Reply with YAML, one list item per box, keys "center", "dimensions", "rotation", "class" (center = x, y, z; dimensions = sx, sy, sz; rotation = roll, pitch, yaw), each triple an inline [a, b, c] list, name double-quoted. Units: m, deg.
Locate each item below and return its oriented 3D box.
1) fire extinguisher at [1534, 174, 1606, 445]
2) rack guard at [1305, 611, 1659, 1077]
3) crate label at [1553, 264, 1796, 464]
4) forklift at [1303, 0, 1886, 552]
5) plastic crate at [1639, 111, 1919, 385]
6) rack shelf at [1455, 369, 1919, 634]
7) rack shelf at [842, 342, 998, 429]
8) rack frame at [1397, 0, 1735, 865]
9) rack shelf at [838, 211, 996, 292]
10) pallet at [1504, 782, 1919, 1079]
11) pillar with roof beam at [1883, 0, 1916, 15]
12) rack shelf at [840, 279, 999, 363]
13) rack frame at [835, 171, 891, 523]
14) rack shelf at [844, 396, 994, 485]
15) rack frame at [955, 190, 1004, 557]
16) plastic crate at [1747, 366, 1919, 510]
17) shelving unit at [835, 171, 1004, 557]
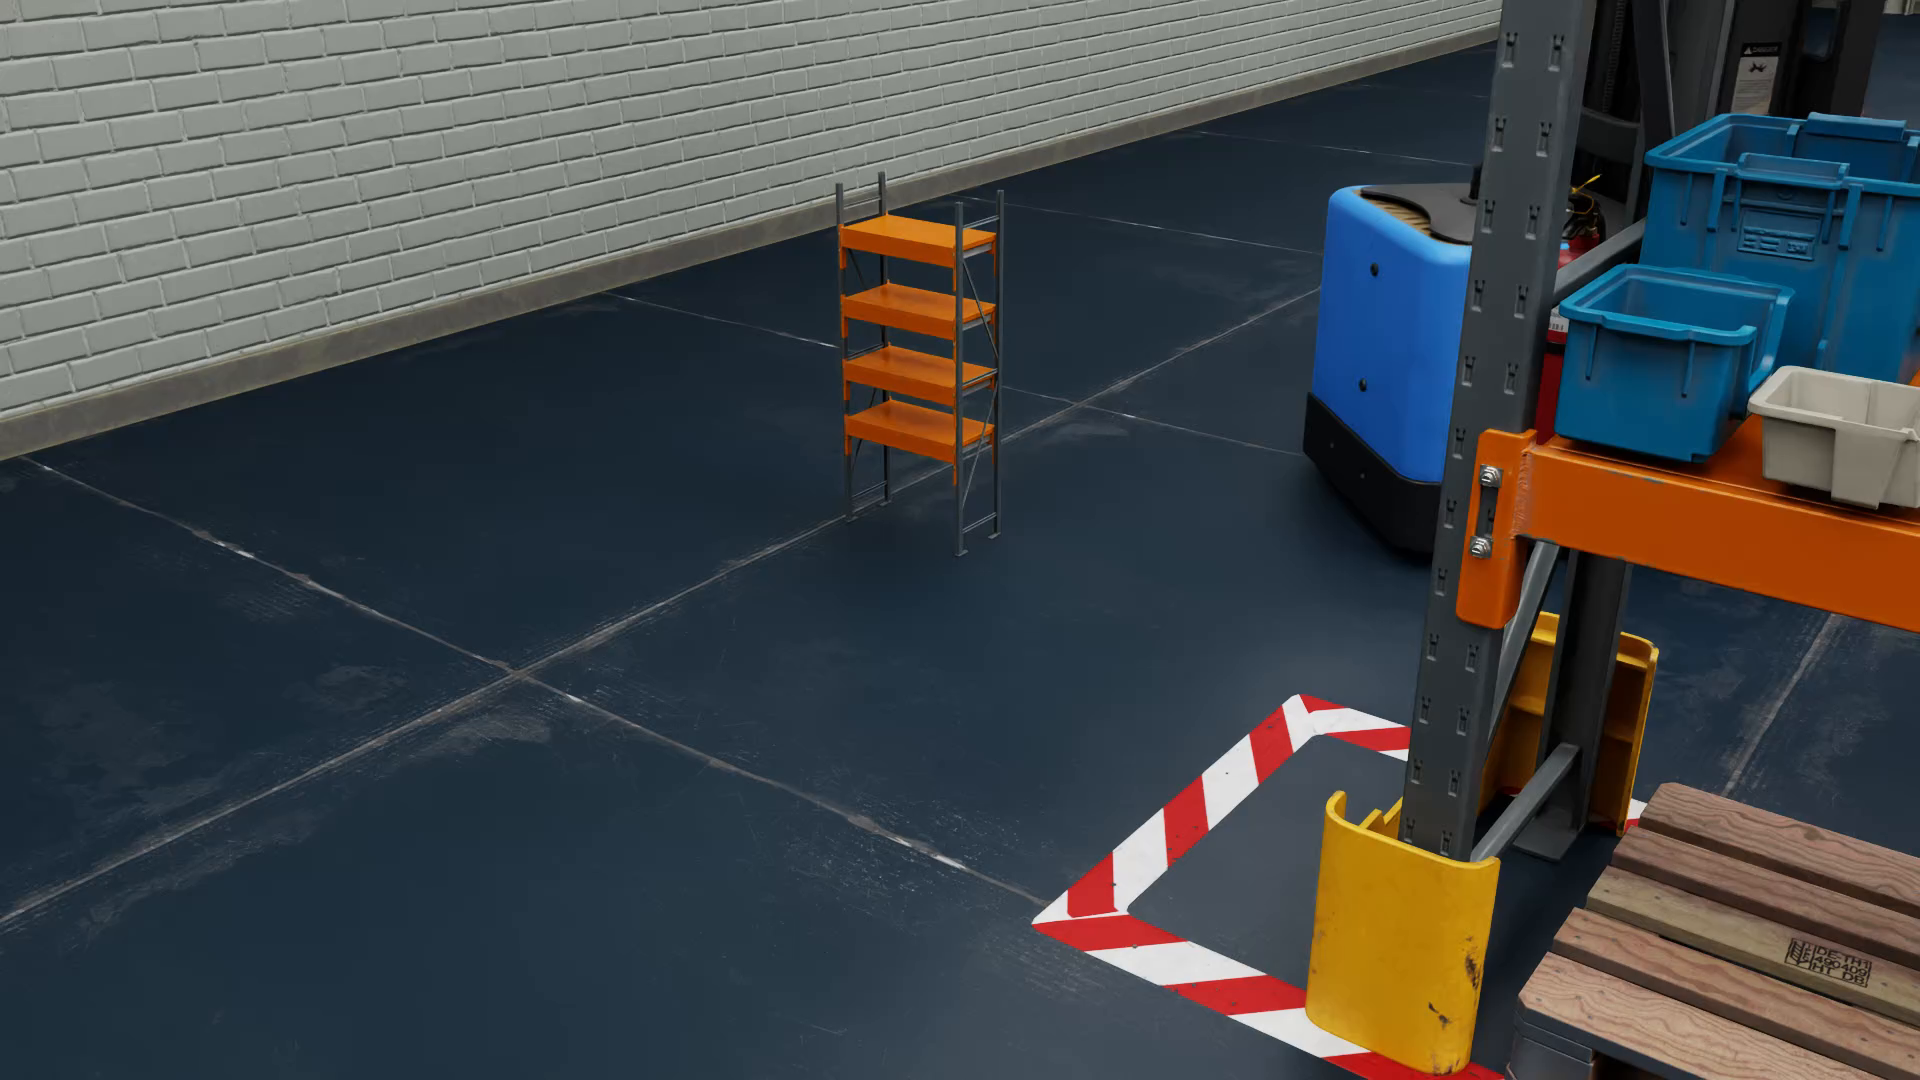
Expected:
- center: [1.367, -0.496, 3.715]
  dimensions: [0.183, 0.674, 0.296]
  rotation: [17, 29, 33]
  class: "fire extinguisher"
- center: [1.188, 0.623, 3.716]
  dimensions: [0.348, 0.500, 1.175]
  rotation: [17, 29, 33]
  class: "rack guard"
- center: [1.215, -0.304, 2.853]
  dimensions: [0.303, 0.233, 0.416]
  rotation: [17, 29, 33]
  class: "crate label"
- center: [2.868, -1.529, 5.586]
  dimensions: [3.031, 2.935, 1.130]
  rotation: [-3, 24, -8]
  class: "forklift"
- center: [1.595, -0.542, 3.142]
  dimensions: [0.499, 0.435, 0.616]
  rotation: [17, 29, 33]
  class: "plastic crate"
- center: [2.815, 0.294, 2.256]
  dimensions: [4.000, 0.370, 1.077]
  rotation: [17, 29, 33]
  class: "rack shelf"
- center: [-0.132, -0.528, 5.626]
  dimensions: [0.480, 0.148, 0.258]
  rotation: [17, 29, 33]
  class: "rack shelf"
- center: [1.215, -0.519, 3.208]
  dimensions: [0.127, 3.000, 1.000]
  rotation: [17, 29, 33]
  class: "rack frame"
- center: [-0.132, -0.949, 5.440]
  dimensions: [0.480, 0.148, 0.258]
  rotation: [17, 29, 33]
  class: "rack shelf"
- center: [1.852, 0.969, 3.289]
  dimensions: [1.213, 0.211, 1.003]
  rotation: [17, 29, 33]
  class: "pallet"
- center: [8.904, -9.216, 15.506]
  dimensions: [0.400, 9.000, 9.100]
  rotation: [17, 29, 33]
  class: "pillar with roof beam"
- center: [-0.132, -0.732, 5.536]
  dimensions: [0.480, 0.148, 0.258]
  rotation: [17, 29, 33]
  class: "rack shelf"
- center: [-0.328, -0.648, 5.733]
  dimensions: [0.015, 1.200, 0.240]
  rotation: [17, 29, 33]
  class: "rack frame"
- center: [-0.132, -0.346, 5.706]
  dimensions: [0.480, 0.148, 0.258]
  rotation: [17, 29, 33]
  class: "rack shelf"
- center: [0.063, -0.530, 5.465]
  dimensions: [0.015, 1.200, 0.240]
  rotation: [17, 29, 33]
  class: "rack frame"
- center: [1.422, -0.156, 2.636]
  dimensions: [0.298, 0.136, 0.250]
  rotation: [17, 29, 33]
  class: "plastic crate"
- center: [-0.132, -0.589, 5.599]
  dimensions: [0.503, 1.200, 0.258]
  rotation: [17, 29, 33]
  class: "shelving unit"
